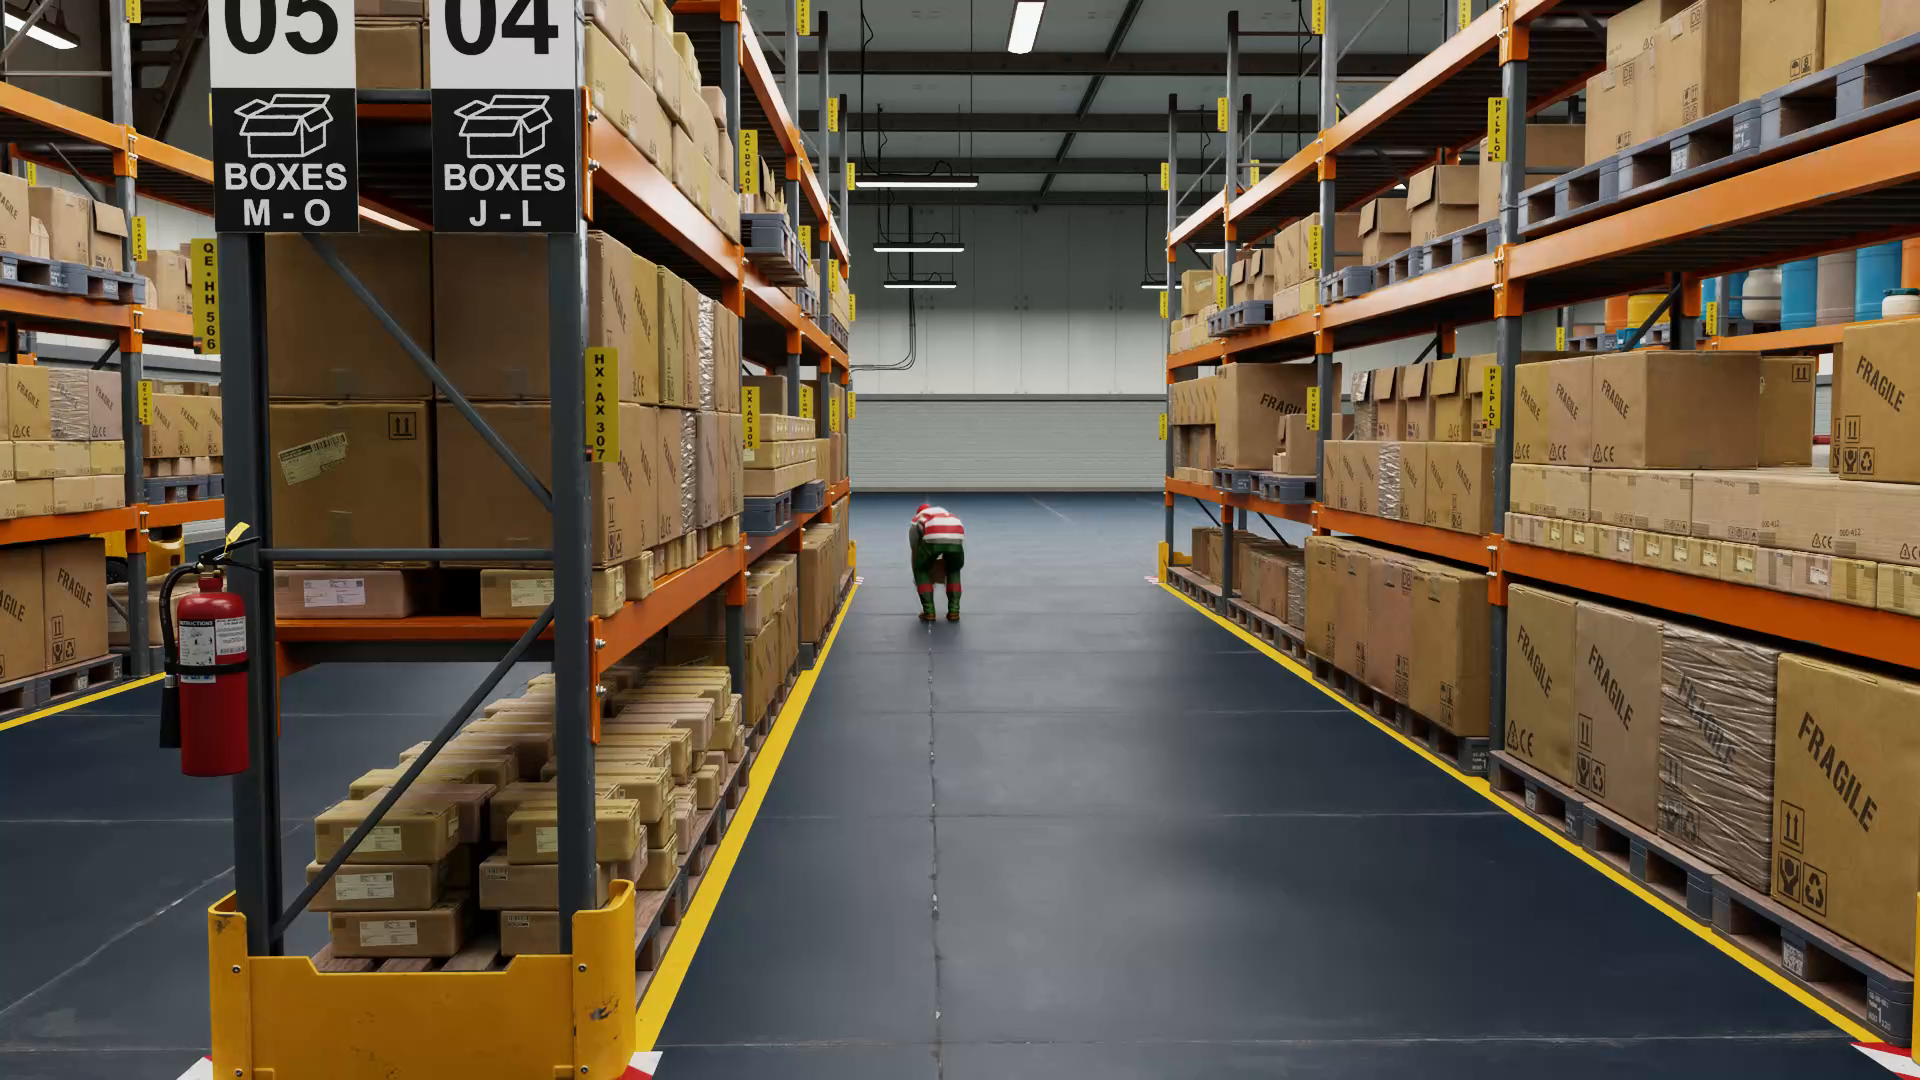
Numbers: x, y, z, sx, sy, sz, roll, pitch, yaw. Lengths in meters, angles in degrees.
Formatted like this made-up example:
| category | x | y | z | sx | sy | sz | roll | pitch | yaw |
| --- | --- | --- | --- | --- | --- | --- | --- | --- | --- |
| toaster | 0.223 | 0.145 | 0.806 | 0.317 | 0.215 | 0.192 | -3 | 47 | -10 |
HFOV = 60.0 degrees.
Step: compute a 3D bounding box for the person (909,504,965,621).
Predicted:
| category | x | y | z | sx | sy | sz | roll | pitch | yaw |
| --- | --- | --- | --- | --- | --- | --- | --- | --- | --- |
| person | -0.249 | 0.214 | 16.745 | 0.523 | 1.132 | 0.951 | -1 | 4 | -16 |
